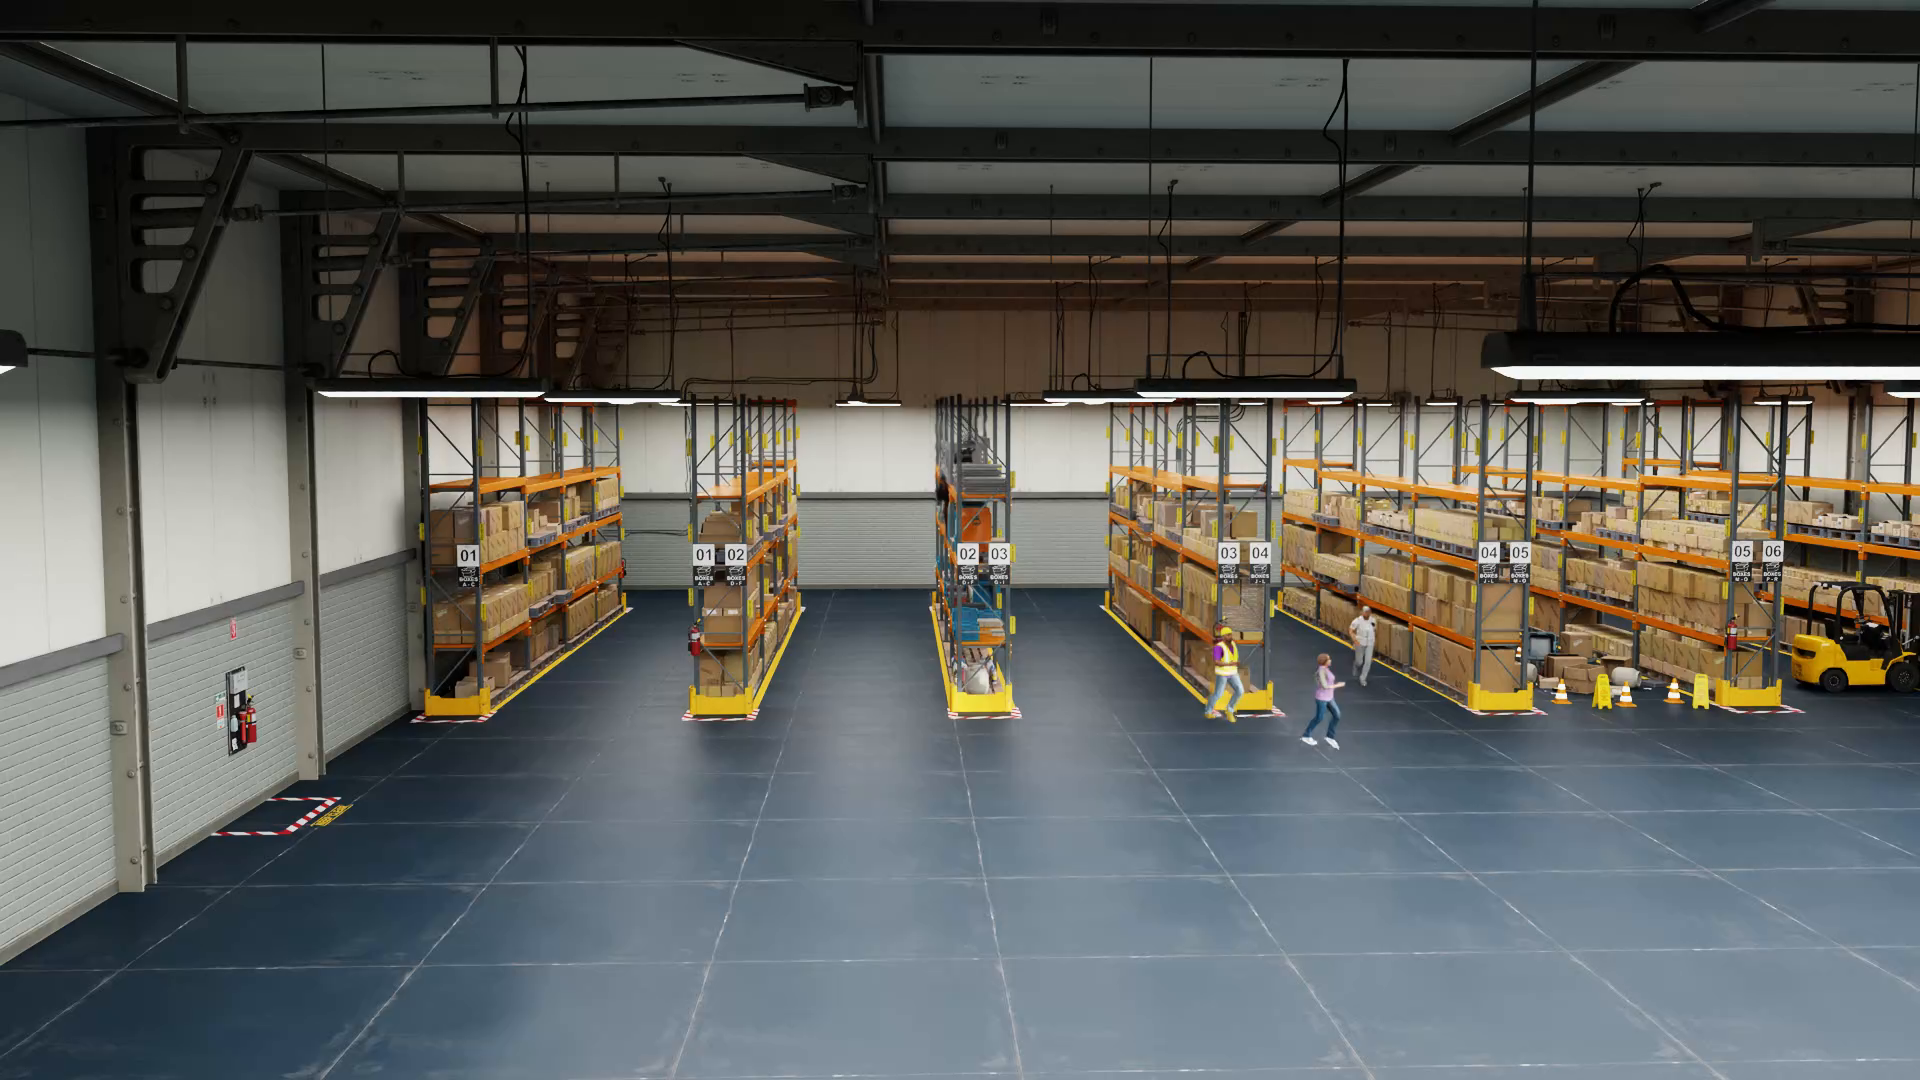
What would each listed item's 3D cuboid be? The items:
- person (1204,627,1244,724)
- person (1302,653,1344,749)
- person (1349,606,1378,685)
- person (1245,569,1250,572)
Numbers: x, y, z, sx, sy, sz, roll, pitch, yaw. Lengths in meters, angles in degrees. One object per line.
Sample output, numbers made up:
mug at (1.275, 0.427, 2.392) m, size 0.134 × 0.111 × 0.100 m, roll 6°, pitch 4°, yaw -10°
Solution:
person at (4.863, 2.457, 30.313) m, size 0.717 × 1.768 × 0.860 m, roll -3°, pitch 5°, yaw -34°
person at (6.140, 2.713, 28.048) m, size 0.711 × 1.638 × 0.504 m, roll 3°, pitch 5°, yaw 29°
person at (8.446, 2.189, 34.783) m, size 0.627 × 1.640 × 0.649 m, roll 0°, pitch 5°, yaw -4°
person at (7.960, 1.172, 46.737) m, size 0.758 × 1.796 × 0.961 m, roll 0°, pitch 5°, yaw 3°
